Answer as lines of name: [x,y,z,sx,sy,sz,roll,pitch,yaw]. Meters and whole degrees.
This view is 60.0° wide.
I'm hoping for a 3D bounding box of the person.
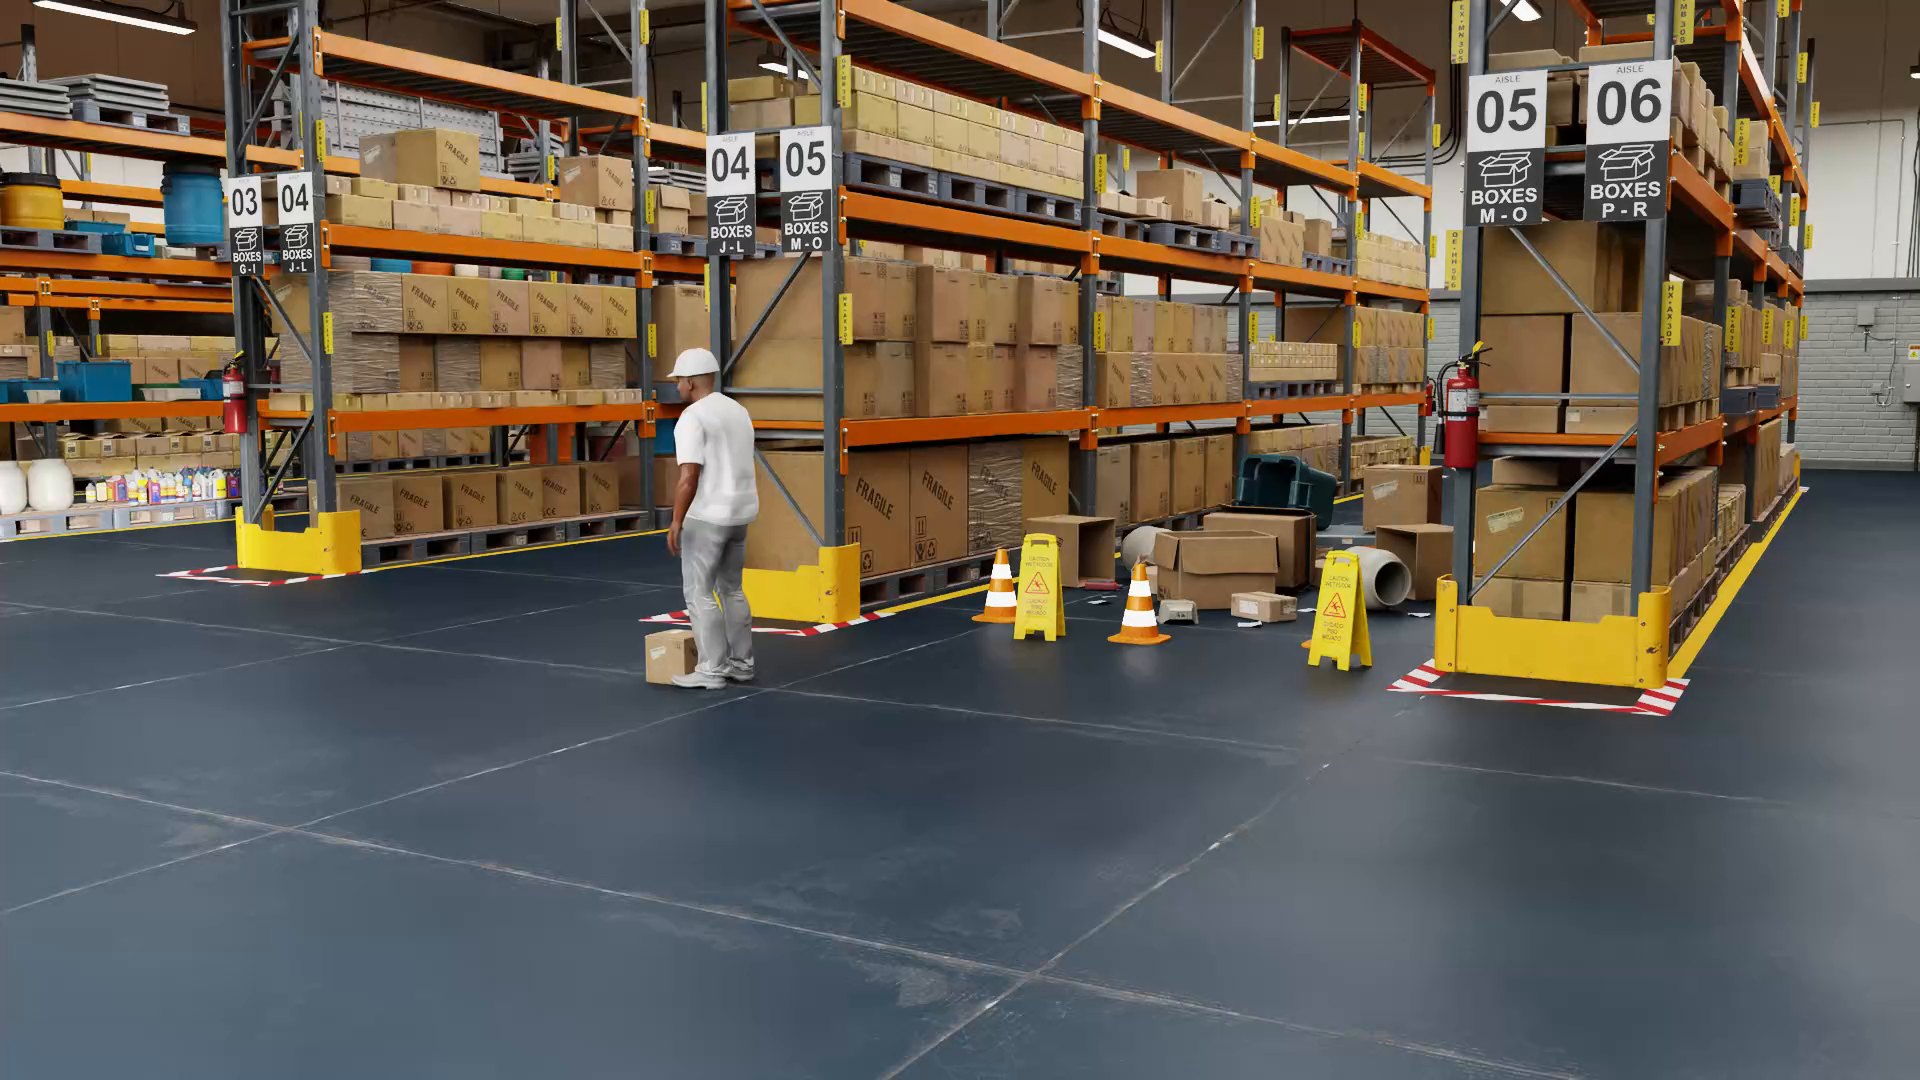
person: [-1.299,-0.116,8.672,0.457,1.761,0.638,3,7,26]
